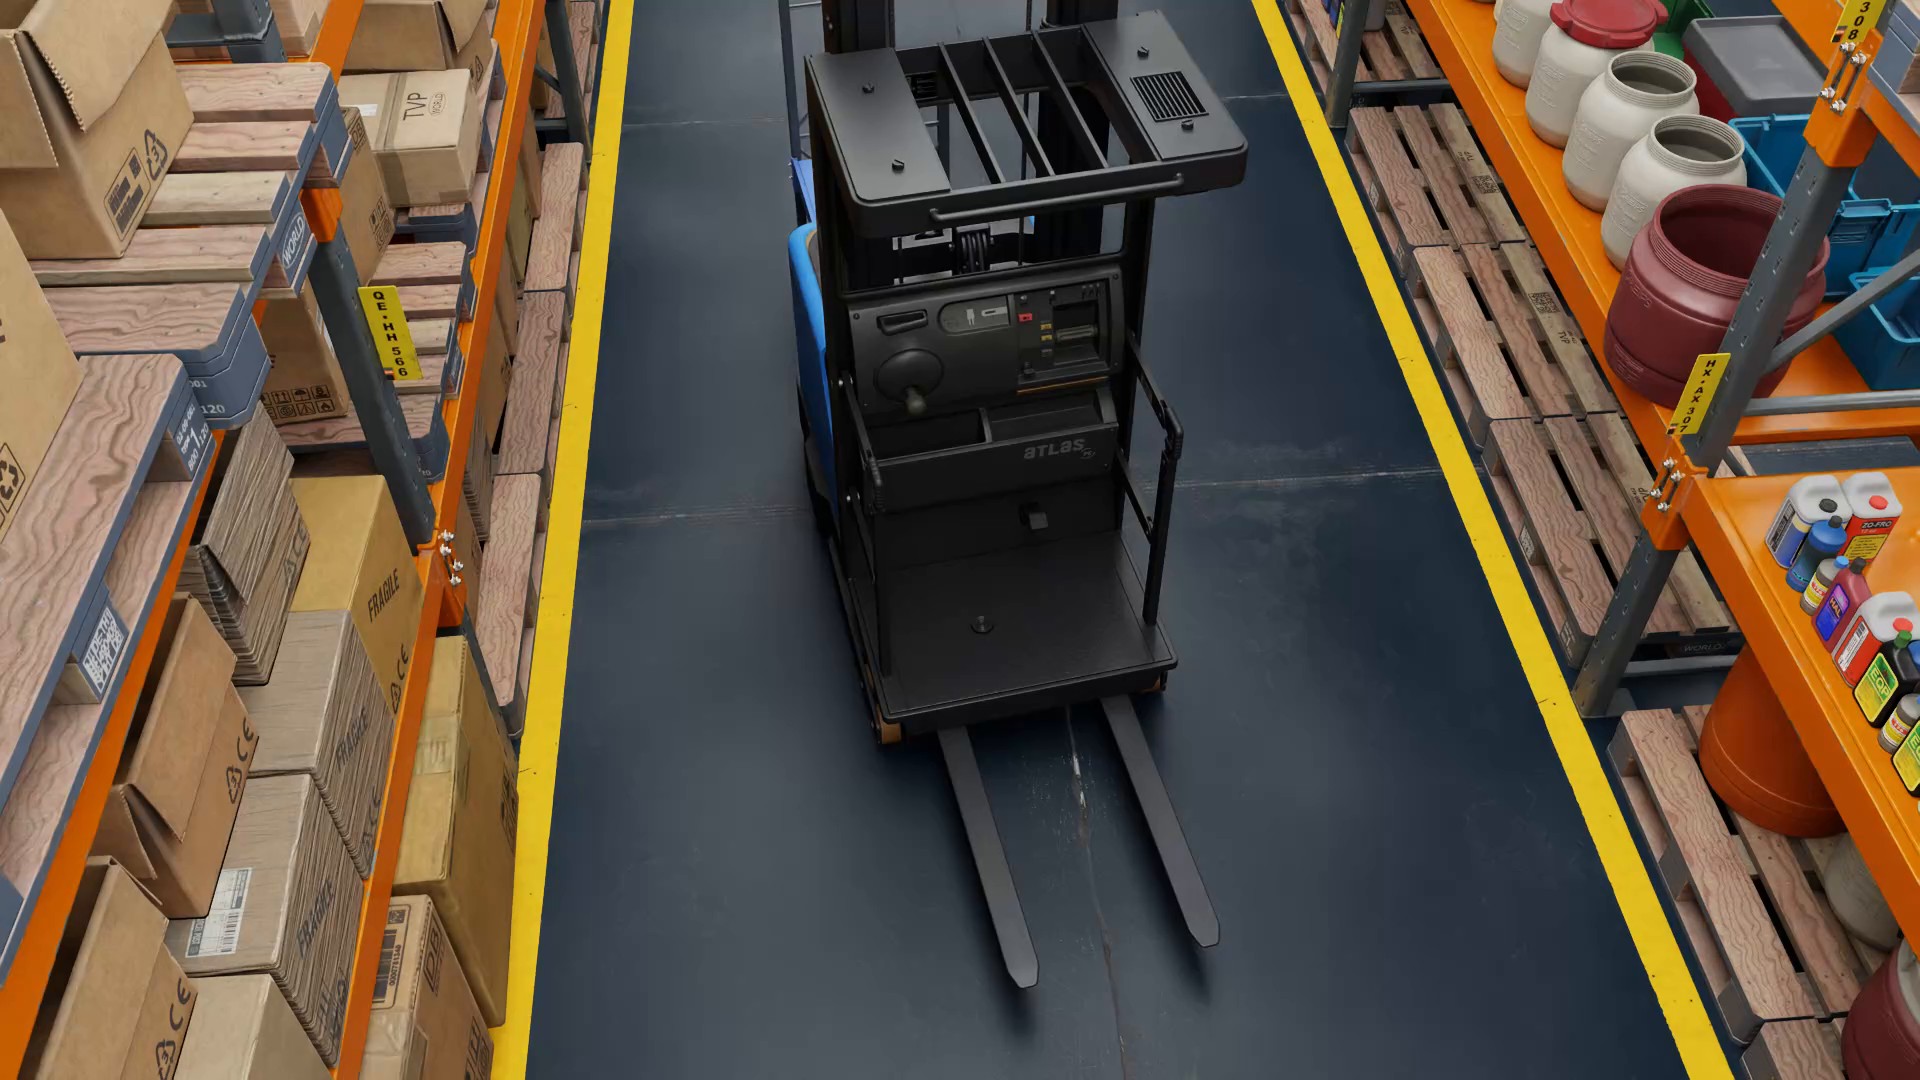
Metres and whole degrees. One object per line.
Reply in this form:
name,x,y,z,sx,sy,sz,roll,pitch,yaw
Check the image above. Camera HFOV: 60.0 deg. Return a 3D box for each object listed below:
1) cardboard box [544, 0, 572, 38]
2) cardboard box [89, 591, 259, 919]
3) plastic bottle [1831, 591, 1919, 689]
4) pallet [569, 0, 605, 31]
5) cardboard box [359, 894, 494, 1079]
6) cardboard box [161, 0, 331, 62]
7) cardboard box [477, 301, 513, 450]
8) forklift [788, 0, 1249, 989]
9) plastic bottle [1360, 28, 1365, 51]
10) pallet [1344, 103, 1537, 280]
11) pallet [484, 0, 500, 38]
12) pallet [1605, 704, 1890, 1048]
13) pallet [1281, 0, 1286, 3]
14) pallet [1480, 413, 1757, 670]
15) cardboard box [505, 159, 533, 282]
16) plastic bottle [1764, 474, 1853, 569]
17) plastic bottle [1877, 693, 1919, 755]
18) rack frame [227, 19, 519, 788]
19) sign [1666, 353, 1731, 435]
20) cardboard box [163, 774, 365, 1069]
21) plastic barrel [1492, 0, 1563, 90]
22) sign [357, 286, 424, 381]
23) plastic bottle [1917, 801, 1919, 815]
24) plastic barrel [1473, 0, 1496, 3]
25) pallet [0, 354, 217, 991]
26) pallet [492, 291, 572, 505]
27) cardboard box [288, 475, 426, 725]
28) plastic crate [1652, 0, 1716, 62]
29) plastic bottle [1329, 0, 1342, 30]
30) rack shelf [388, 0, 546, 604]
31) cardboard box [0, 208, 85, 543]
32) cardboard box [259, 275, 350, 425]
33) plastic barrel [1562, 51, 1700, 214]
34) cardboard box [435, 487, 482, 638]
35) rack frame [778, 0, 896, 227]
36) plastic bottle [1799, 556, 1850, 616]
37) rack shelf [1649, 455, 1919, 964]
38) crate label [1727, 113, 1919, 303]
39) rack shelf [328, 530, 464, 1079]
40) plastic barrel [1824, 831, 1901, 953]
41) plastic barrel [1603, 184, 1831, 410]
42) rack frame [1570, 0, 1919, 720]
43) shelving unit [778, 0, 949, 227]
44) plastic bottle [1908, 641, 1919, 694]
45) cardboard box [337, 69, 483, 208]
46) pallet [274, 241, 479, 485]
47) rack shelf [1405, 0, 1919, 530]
cardboard box,-2.495,-3.014,9.107,0.500,0.500,0.500,10,47,9
cardboard box,-2.014,0.493,3.594,0.797,0.503,0.637,-3,47,-2
plastic bottle,2.577,0.280,4.641,0.152,0.276,0.135,-3,47,-3
pallet,-2.643,-3.433,9.992,1.003,0.211,1.213,-3,47,-3
cardboard box,-2.007,1.603,4.476,1.225,0.875,0.875,-3,47,-3
cardboard box,-1.897,-1.464,4.245,0.500,0.250,0.500,-3,47,-3
cardboard box,-2.300,-0.715,6.916,0.700,0.500,0.500,0,47,0
forklift,0.150,-0.565,5.403,1.130,2.935,3.031,-10,47,-9
plastic bottle,2.149,-2.757,9.056,0.097,0.201,0.097,0,47,0
pallet,2.594,-1.799,8.445,1.003,0.211,1.213,-3,47,-3
pallet,-2.527,-2.395,7.221,1.003,0.211,1.213,-3,47,-3
pallet,2.932,1.097,5.702,1.003,0.211,1.213,-3,47,-3
pallet,2.370,-3.738,10.282,1.003,0.211,1.213,-3,47,-3
pallet,2.798,-0.034,6.773,1.003,0.211,1.213,-3,47,-3
cardboard box,-2.395,-1.523,7.682,0.700,0.500,0.500,-4,47,-4
plastic bottle,2.539,-0.055,4.958,0.152,0.276,0.135,-3,47,-3
plastic bottle,2.571,0.488,4.495,0.097,0.201,0.097,0,47,0
rack frame,-2.111,-0.129,4.943,1.000,3.000,0.127,-3,47,-3
sign,2.277,-0.448,5.132,0.100,0.325,0.005,-3,47,-3
cardboard box,-1.740,0.915,3.885,0.500,0.500,0.500,-5,47,-5
plastic barrel,2.413,-2.134,6.748,0.433,0.535,0.433,0,47,0
sign,-1.558,-0.563,4.556,0.100,0.325,0.005,-3,47,-3
plastic bottle,2.590,0.631,4.312,0.097,0.271,0.097,0,47,0
plastic barrel,2.351,-2.665,7.251,0.433,0.535,0.433,0,47,0
pallet,-1.908,0.176,2.718,1.003,0.211,1.213,-2,47,-1
pallet,-2.274,-0.616,7.325,1.003,0.211,1.213,-3,47,-3
cardboard box,-1.823,0.179,4.582,0.500,0.500,0.500,-2,47,-2
plastic crate,2.917,-2.008,6.869,0.450,0.188,0.662,-3,47,-3
plastic bottle,2.149,-3.013,9.195,0.144,0.351,0.185,-5,47,-4
rack shelf,-2.278,-1.329,6.574,1.077,0.370,4.000,-3,47,-3
cardboard box,-1.828,-0.283,2.665,0.500,0.500,0.500,-1,47,-1
cardboard box,-2.196,-0.696,5.122,0.500,0.500,0.500,-9,47,-8
plastic barrel,2.490,-1.505,6.168,0.421,0.512,0.421,0,47,0
cardboard box,-2.187,0.096,6.148,0.700,0.500,0.500,-6,47,-5
rack frame,-0.531,-1.873,7.627,0.500,1.500,0.032,-10,47,-9
plastic bottle,2.529,0.127,4.837,0.097,0.201,0.097,0,47,0
rack shelf,2.992,1.264,4.119,1.077,0.370,4.000,-3,47,-3
crate label,3.011,-1.177,5.911,0.502,0.435,0.616,-3,47,-3
rack shelf,-1.944,1.565,3.833,1.077,0.370,4.000,-3,47,-3
plastic barrel,3.019,1.037,5.263,0.421,0.512,0.421,0,47,0
plastic barrel,2.484,-0.794,5.479,0.600,0.536,0.708,-3,47,-3
rack frame,2.825,-0.430,5.228,1.000,3.000,0.127,-3,47,-3
shelving unit,-0.410,-1.514,7.288,0.538,1.500,1.048,-10,47,-9
plastic bottle,2.621,0.364,4.565,0.097,0.271,0.097,0,47,0
cardboard box,-2.022,-1.448,6.006,0.500,0.250,0.500,-5,47,-4
pallet,-2.277,-0.572,5.495,1.213,0.211,1.003,-3,47,-3
rack shelf,2.657,-1.630,6.859,1.077,0.370,4.000,-3,47,-3
